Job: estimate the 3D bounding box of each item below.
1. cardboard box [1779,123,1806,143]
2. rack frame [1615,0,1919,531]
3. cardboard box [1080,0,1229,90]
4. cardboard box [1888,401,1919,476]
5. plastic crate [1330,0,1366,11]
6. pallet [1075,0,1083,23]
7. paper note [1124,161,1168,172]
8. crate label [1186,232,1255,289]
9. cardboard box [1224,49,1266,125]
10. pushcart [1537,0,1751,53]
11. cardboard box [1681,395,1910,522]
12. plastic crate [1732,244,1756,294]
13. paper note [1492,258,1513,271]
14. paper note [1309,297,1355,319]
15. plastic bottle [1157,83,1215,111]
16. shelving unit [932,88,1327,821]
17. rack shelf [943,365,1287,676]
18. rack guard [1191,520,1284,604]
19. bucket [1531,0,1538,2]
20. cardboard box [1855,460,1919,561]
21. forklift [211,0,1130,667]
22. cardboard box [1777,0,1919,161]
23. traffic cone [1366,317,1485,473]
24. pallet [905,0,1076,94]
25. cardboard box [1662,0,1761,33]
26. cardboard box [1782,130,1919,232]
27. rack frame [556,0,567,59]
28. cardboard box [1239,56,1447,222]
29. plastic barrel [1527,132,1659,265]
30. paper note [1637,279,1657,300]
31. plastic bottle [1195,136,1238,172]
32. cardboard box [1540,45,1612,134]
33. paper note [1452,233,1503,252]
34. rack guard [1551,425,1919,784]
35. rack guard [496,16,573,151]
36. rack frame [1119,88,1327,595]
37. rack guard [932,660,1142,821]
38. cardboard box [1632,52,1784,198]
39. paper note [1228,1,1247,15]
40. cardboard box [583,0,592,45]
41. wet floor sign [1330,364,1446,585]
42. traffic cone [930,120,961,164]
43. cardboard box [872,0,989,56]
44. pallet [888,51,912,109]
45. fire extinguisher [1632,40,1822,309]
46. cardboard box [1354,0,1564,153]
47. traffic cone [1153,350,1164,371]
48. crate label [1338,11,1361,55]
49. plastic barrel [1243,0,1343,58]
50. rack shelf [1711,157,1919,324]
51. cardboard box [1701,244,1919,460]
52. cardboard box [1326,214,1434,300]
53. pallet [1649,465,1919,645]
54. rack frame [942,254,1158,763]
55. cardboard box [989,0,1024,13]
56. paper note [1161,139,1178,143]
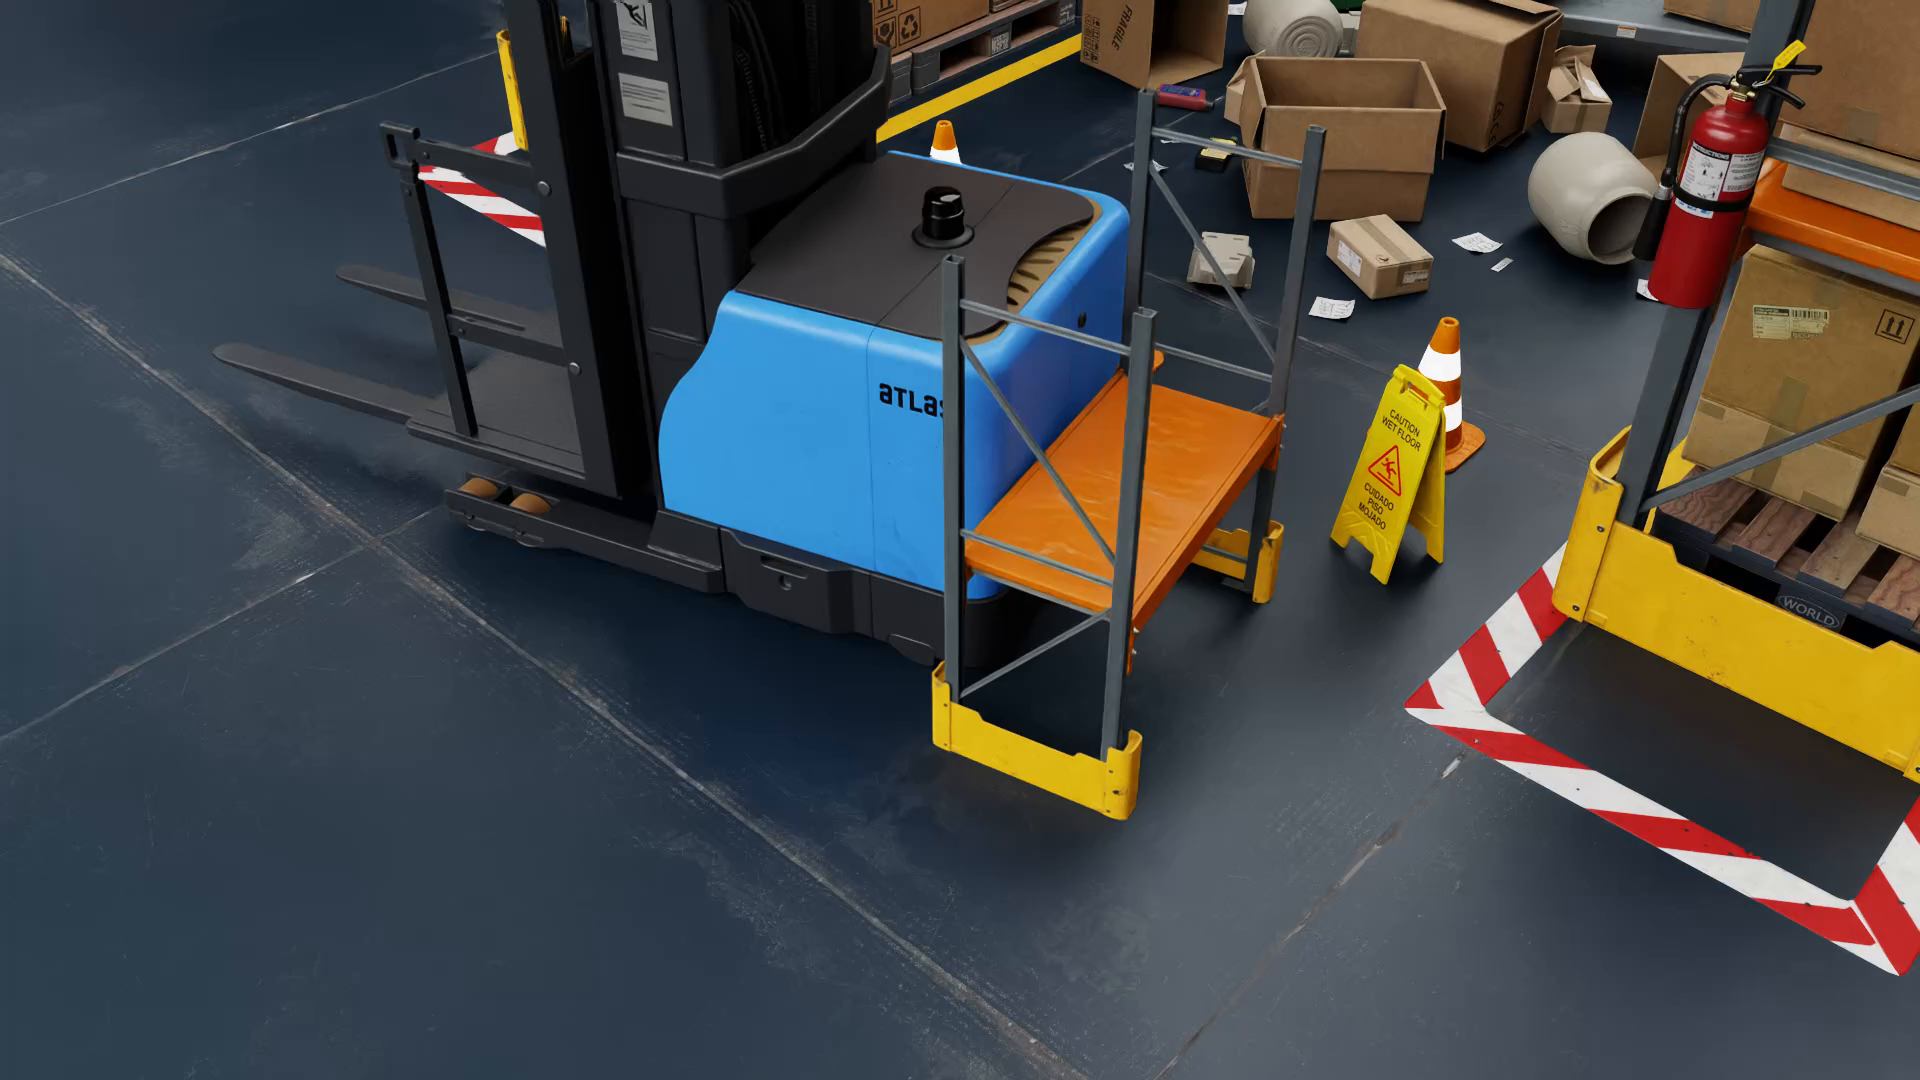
[{"bbox_3d":[2.436,-1.107,4.434,0.380,0.149,0.250,29,47,31],"label":"cardboard box"},{"bbox_3d":[2.253,-0.781,3.822,1.000,3.000,0.127,30,47,32],"label":"rack frame"},{"bbox_3d":[0.940,-2.529,8.027,0.500,0.500,0.500,-26,45,-29],"label":"cardboard box"},{"bbox_3d":[3.017,-0.428,4.647,0.500,0.500,0.500,28,46,31],"label":"cardboard box"},{"bbox_3d":[2.079,-2.942,8.753,0.662,0.188,0.450,-11,30,-14],"label":"plastic crate"},{"bbox_3d":[0.659,-3.242,9.158,1.003,0.211,1.213,30,47,32],"label":"pallet"},{"bbox_3d":[0.814,-1.638,7.287,0.142,0.017,0.144,-18,42,-21],"label":"paper note"},{"bbox_3d":[1.027,-1.096,6.519,0.250,0.136,0.298,8,39,10],"label":"crate label"},{"bbox_3d":[1.429,-2.017,7.573,0.258,0.266,0.396,-26,45,-29],"label":"cardboard box"},{"bbox_3d":[3.235,-2.526,8.124,1.648,0.377,0.936,14,41,17],"label":"pushcart"},{"bbox_3d":[2.616,-0.364,5.170,0.500,0.250,0.500,29,47,32],"label":"cardboard box"},{"bbox_3d":[3.287,-1.099,6.567,0.402,0.080,0.583,14,41,17],"label":"plastic crate"},{"bbox_3d":[2.160,-1.097,6.621,0.032,0.001,0.123,30,47,32],"label":"paper note"},{"bbox_3d":[1.421,-0.889,6.343,0.148,0.019,0.142,14,41,17],"label":"paper note"},{"bbox_3d":[1.065,-2.075,7.811,0.283,0.061,0.133,14,41,17],"label":"plastic bottle"},{"bbox_3d":[0.440,-0.233,4.338,0.587,1.500,1.083,19,42,23],"label":"shelving unit"},{"bbox_3d":[0.435,-0.087,4.444,0.538,0.185,1.000,19,42,23],"label":"rack shelf"},{"bbox_3d":[0.686,-0.013,5.066,0.587,0.250,0.087,19,42,23],"label":"rack guard"},{"bbox_3d":[2.839,-2.933,7.938,0.620,0.611,0.726,-10,38,-28],"label":"bucket"},{"bbox_3d":[3.001,-0.123,4.867,0.500,0.250,0.500,29,47,32],"label":"cardboard box"},{"bbox_3d":[-1.057,-1.405,4.661,3.031,2.935,1.130,16,41,19],"label":"forklift"},{"bbox_3d":[2.416,-1.301,4.157,0.500,0.500,0.500,29,47,31],"label":"cardboard box"},{"bbox_3d":[1.591,-0.527,5.541,0.336,0.463,0.334,30,47,32],"label":"traffic cone"},{"bbox_3d":[-0.164,-2.679,8.450,1.003,0.211,1.213,30,47,32],"label":"pallet"},{"bbox_3d":[3.617,-2.670,7.598,0.500,0.500,0.500,30,47,32],"label":"cardboard box"},{"bbox_3d":[2.347,-0.944,4.229,0.380,0.149,0.250,31,48,33],"label":"cardboard box"},{"bbox_3d":[-1.469,-2.813,6.377,1.000,3.000,0.127,30,47,32],"label":"rack frame"},{"bbox_3d":[1.569,-1.673,6.950,0.797,0.503,0.637,2,39,2],"label":"cardboard box"},{"bbox_3d":[2.529,-1.357,6.616,0.421,0.421,0.512,-5,39,-6],"label":"plastic barrel"},{"bbox_3d":[2.704,-0.973,6.449,0.142,0.019,0.148,14,41,17],"label":"paper note"},{"bbox_3d":[1.142,-1.723,7.368,0.133,0.061,0.283,14,41,17],"label":"plastic bottle"},{"bbox_3d":[2.818,-2.075,7.646,0.258,0.266,0.396,2,39,2],"label":"cardboard box"},{"bbox_3d":[2.105,-1.211,6.758,0.142,0.019,0.148,-18,42,-21],"label":"paper note"},{"bbox_3d":[2.304,0.163,4.643,1.175,0.500,0.348,30,47,32],"label":"rack guard"},{"bbox_3d":[-1.485,-1.823,7.141,1.175,0.500,0.348,30,47,32],"label":"rack guard"},{"bbox_3d":[0.686,-0.503,4.678,0.500,1.500,0.032,19,42,23],"label":"rack frame"},{"bbox_3d":[0.194,0.526,4.388,0.587,0.250,0.087,19,42,23],"label":"rack guard"},{"bbox_3d":[3.224,-1.720,7.009,0.500,0.500,0.500,-5,39,-6],"label":"cardboard box"},{"bbox_3d":[1.444,-2.799,8.745,0.147,0.020,0.142,2,39,2],"label":"paper note"},{"bbox_3d":[-1.060,-2.485,7.334,0.875,0.875,0.875,30,47,32],"label":"cardboard box"},{"bbox_3d":[1.335,-0.221,5.010,0.232,0.644,0.267,-18,42,-21],"label":"wet floor sign"},{"bbox_3d":[-0.063,-1.467,6.724,0.336,0.463,0.334,30,47,32],"label":"traffic cone"},{"bbox_3d":[-0.468,-2.890,7.844,0.875,0.875,0.875,29,47,31],"label":"cardboard box"},{"bbox_3d":[-0.987,-2.121,7.748,1.003,0.211,1.213,30,47,32],"label":"pallet"},{"bbox_3d":[1.835,-0.891,4.023,0.296,0.674,0.183,30,47,32],"label":"fire extinguisher"},{"bbox_3d":[2.194,-2.160,7.453,0.797,0.637,0.503,30,47,32],"label":"cardboard box"},{"bbox_3d":[0.542,-0.837,5.930,0.336,0.463,0.334,30,47,32],"label":"traffic cone"},{"bbox_3d":[1.961,-2.550,8.347,0.298,0.136,0.250,2,39,2],"label":"crate label"},{"bbox_3d":[1.596,-2.477,8.024,0.421,0.421,0.512,-5,39,-6],"label":"plastic barrel"},{"bbox_3d":[3.602,-1.418,5.201,1.077,0.370,4.000,30,47,32],"label":"rack shelf"},{"bbox_3d":[2.601,-0.640,4.914,0.500,0.500,0.500,30,47,32],"label":"cardboard box"},{"bbox_3d":[1.646,-1.115,6.532,0.250,0.149,0.380,-11,40,-14],"label":"cardboard box"},{"bbox_3d":[2.878,-0.082,5.184,1.003,0.211,1.213,30,47,32],"label":"pallet"},{"bbox_3d":[0.184,0.047,3.986,0.500,1.500,0.032,19,42,23],"label":"rack frame"},{"bbox_3d":[0.148,-3.308,8.369,0.875,0.875,0.875,30,47,32],"label":"cardboard box"},{"bbox_3d":[0.969,-1.808,7.516,0.123,0.001,0.032,-11,40,-14],"label":"paper note"}]
